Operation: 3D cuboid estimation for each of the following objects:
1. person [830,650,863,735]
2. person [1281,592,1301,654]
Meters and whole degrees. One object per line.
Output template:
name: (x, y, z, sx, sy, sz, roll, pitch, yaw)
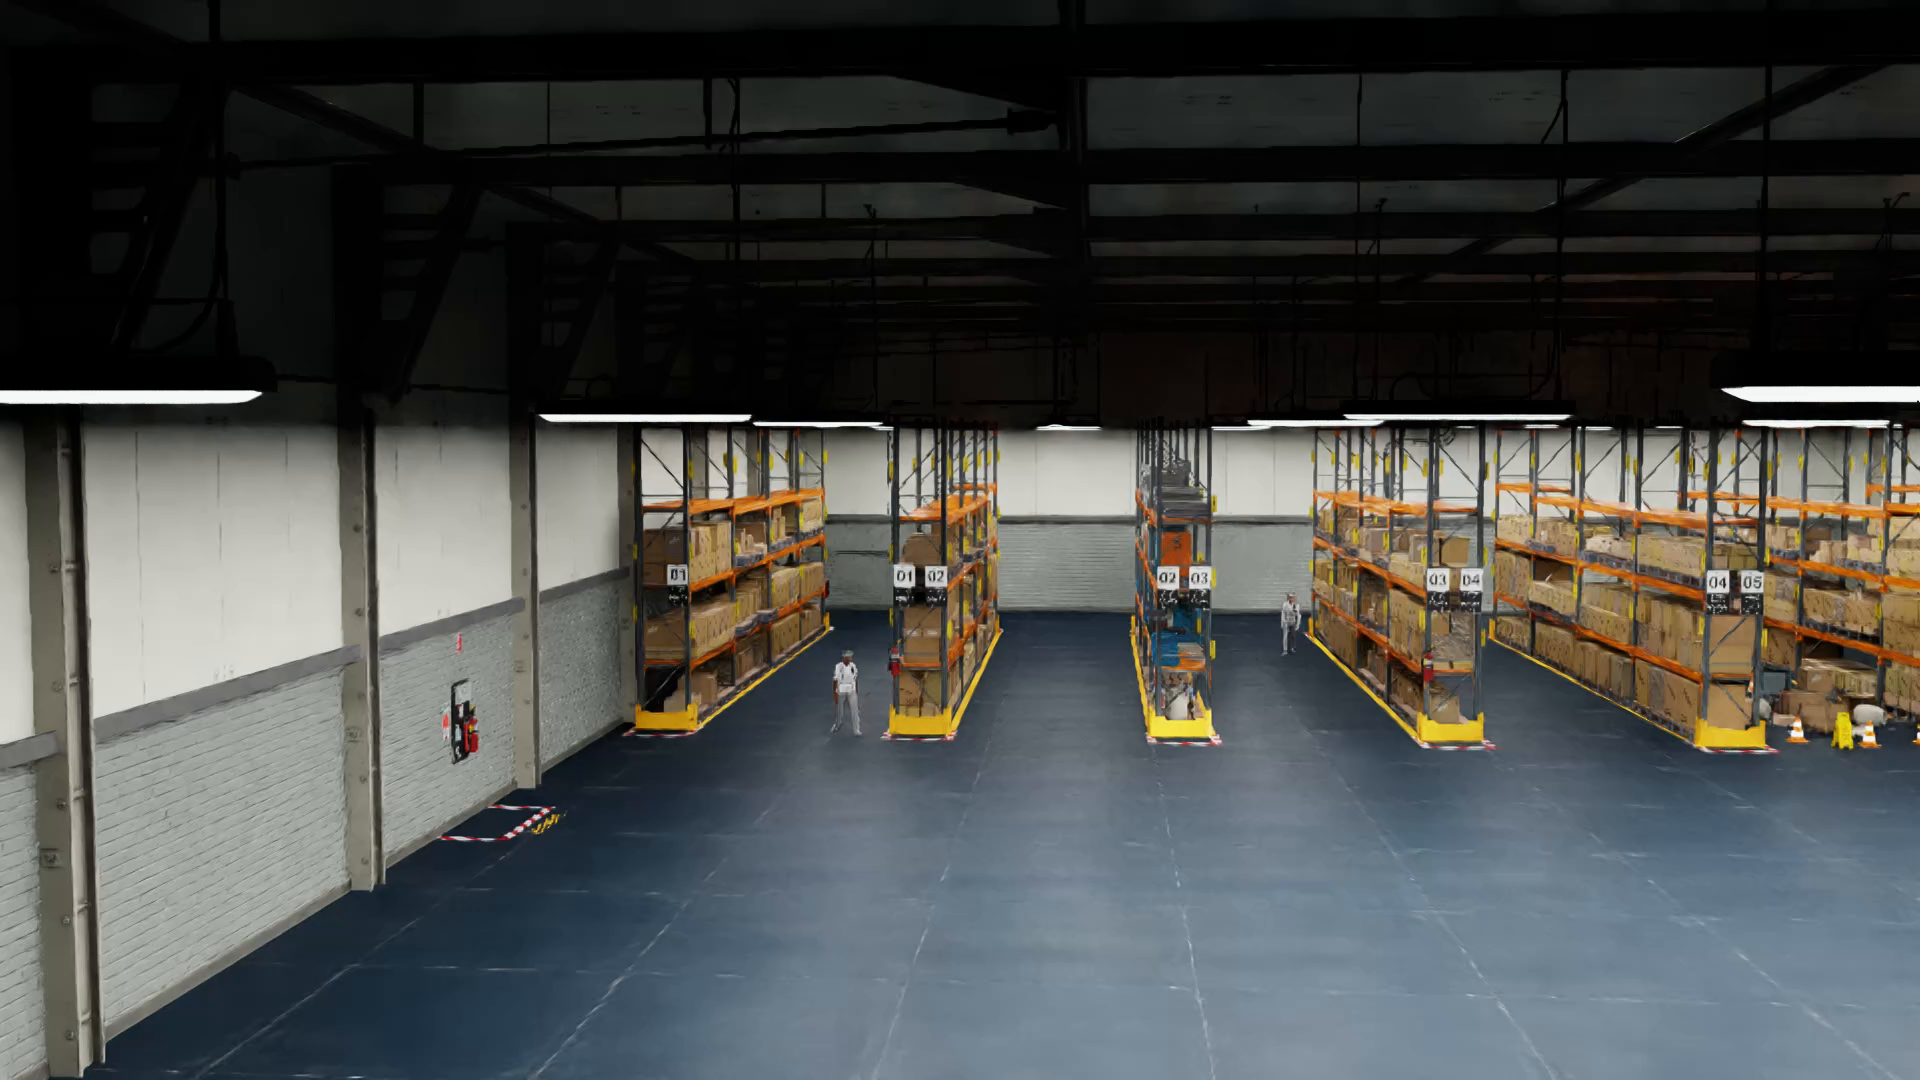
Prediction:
person: (-2.158, 2.861, 31.431, 0.494, 1.620, 0.941, -1, 4, -15)
person: (8.490, 2.116, 42.661, 0.492, 1.588, 1.065, 1, 4, 13)
